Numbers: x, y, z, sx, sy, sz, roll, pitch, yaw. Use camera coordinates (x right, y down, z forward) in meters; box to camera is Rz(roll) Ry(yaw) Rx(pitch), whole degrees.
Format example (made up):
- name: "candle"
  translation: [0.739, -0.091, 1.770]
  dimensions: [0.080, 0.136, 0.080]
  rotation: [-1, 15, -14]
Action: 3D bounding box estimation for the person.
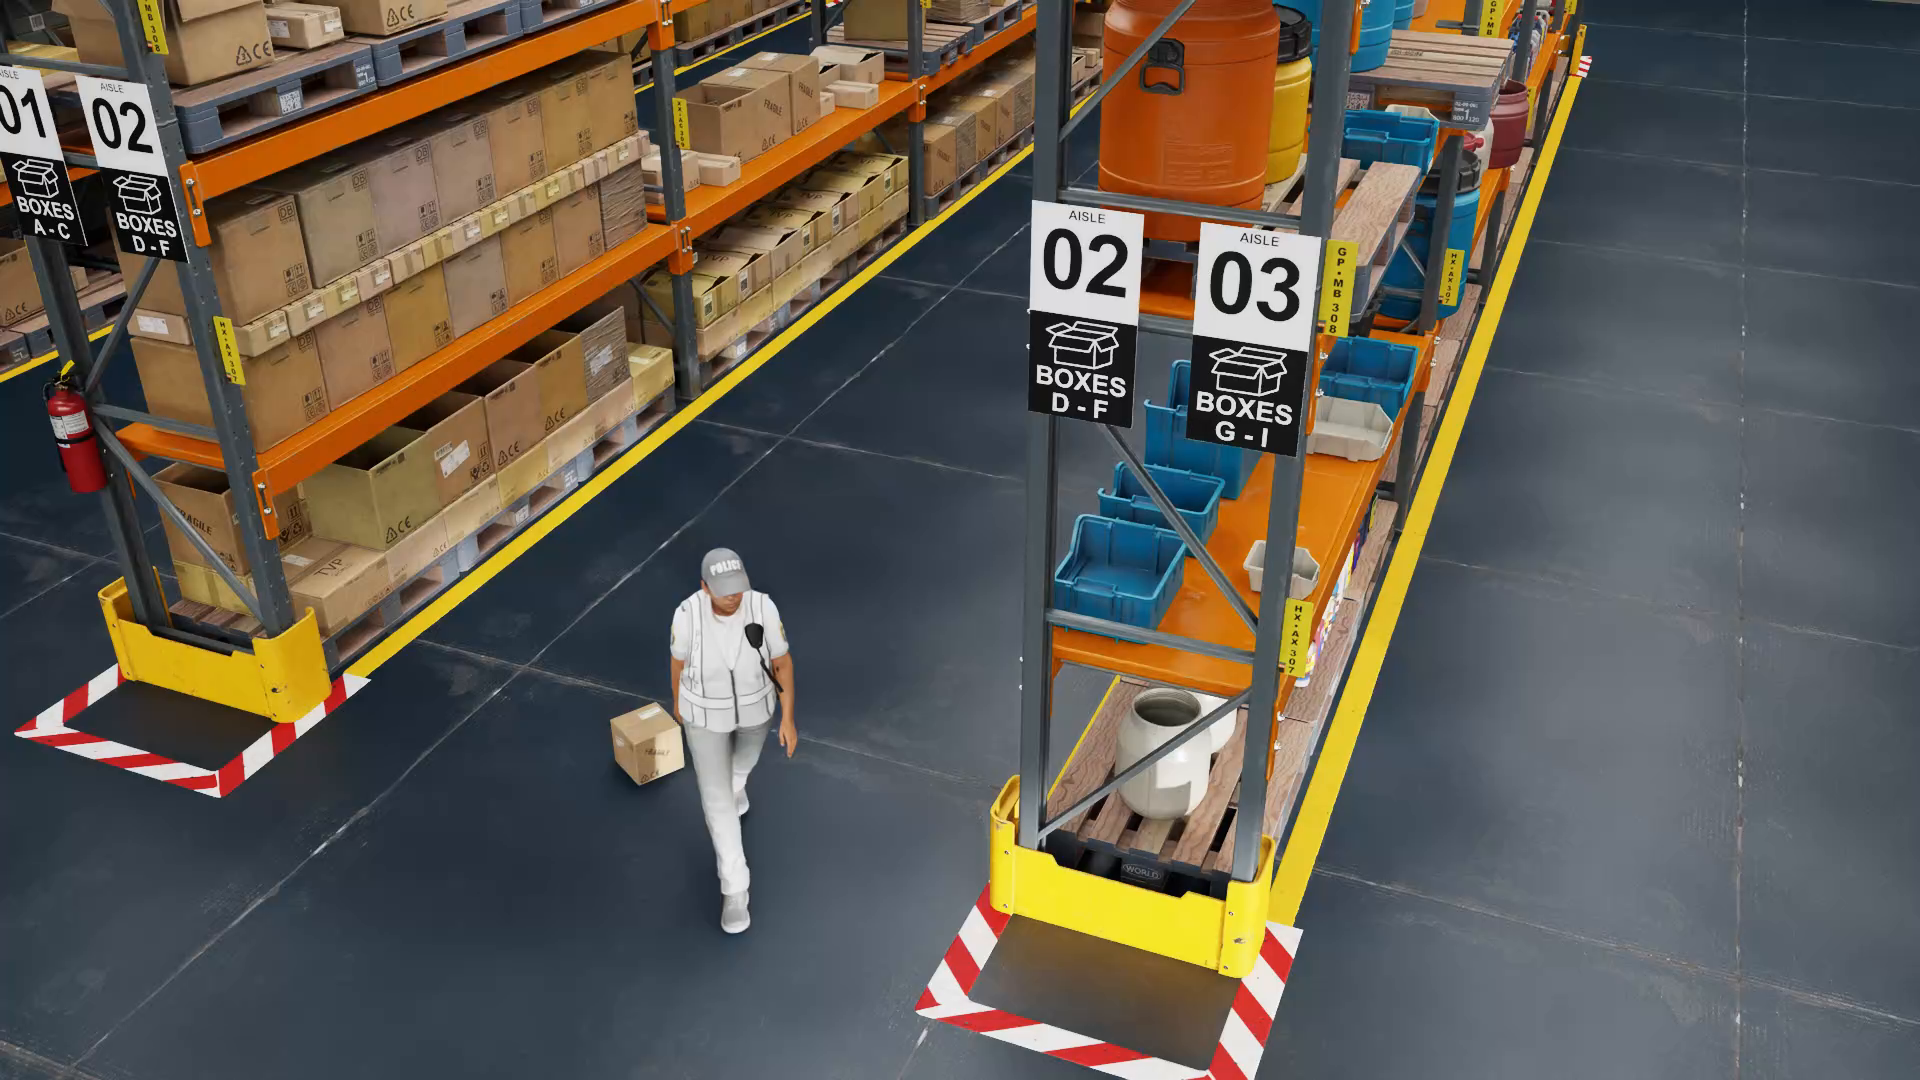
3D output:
- name: "person"
  translation: [-0.952, 0.730, 7.119]
  dimensions: [0.489, 1.593, 1.060]
  rotation: [-11, 32, -18]
